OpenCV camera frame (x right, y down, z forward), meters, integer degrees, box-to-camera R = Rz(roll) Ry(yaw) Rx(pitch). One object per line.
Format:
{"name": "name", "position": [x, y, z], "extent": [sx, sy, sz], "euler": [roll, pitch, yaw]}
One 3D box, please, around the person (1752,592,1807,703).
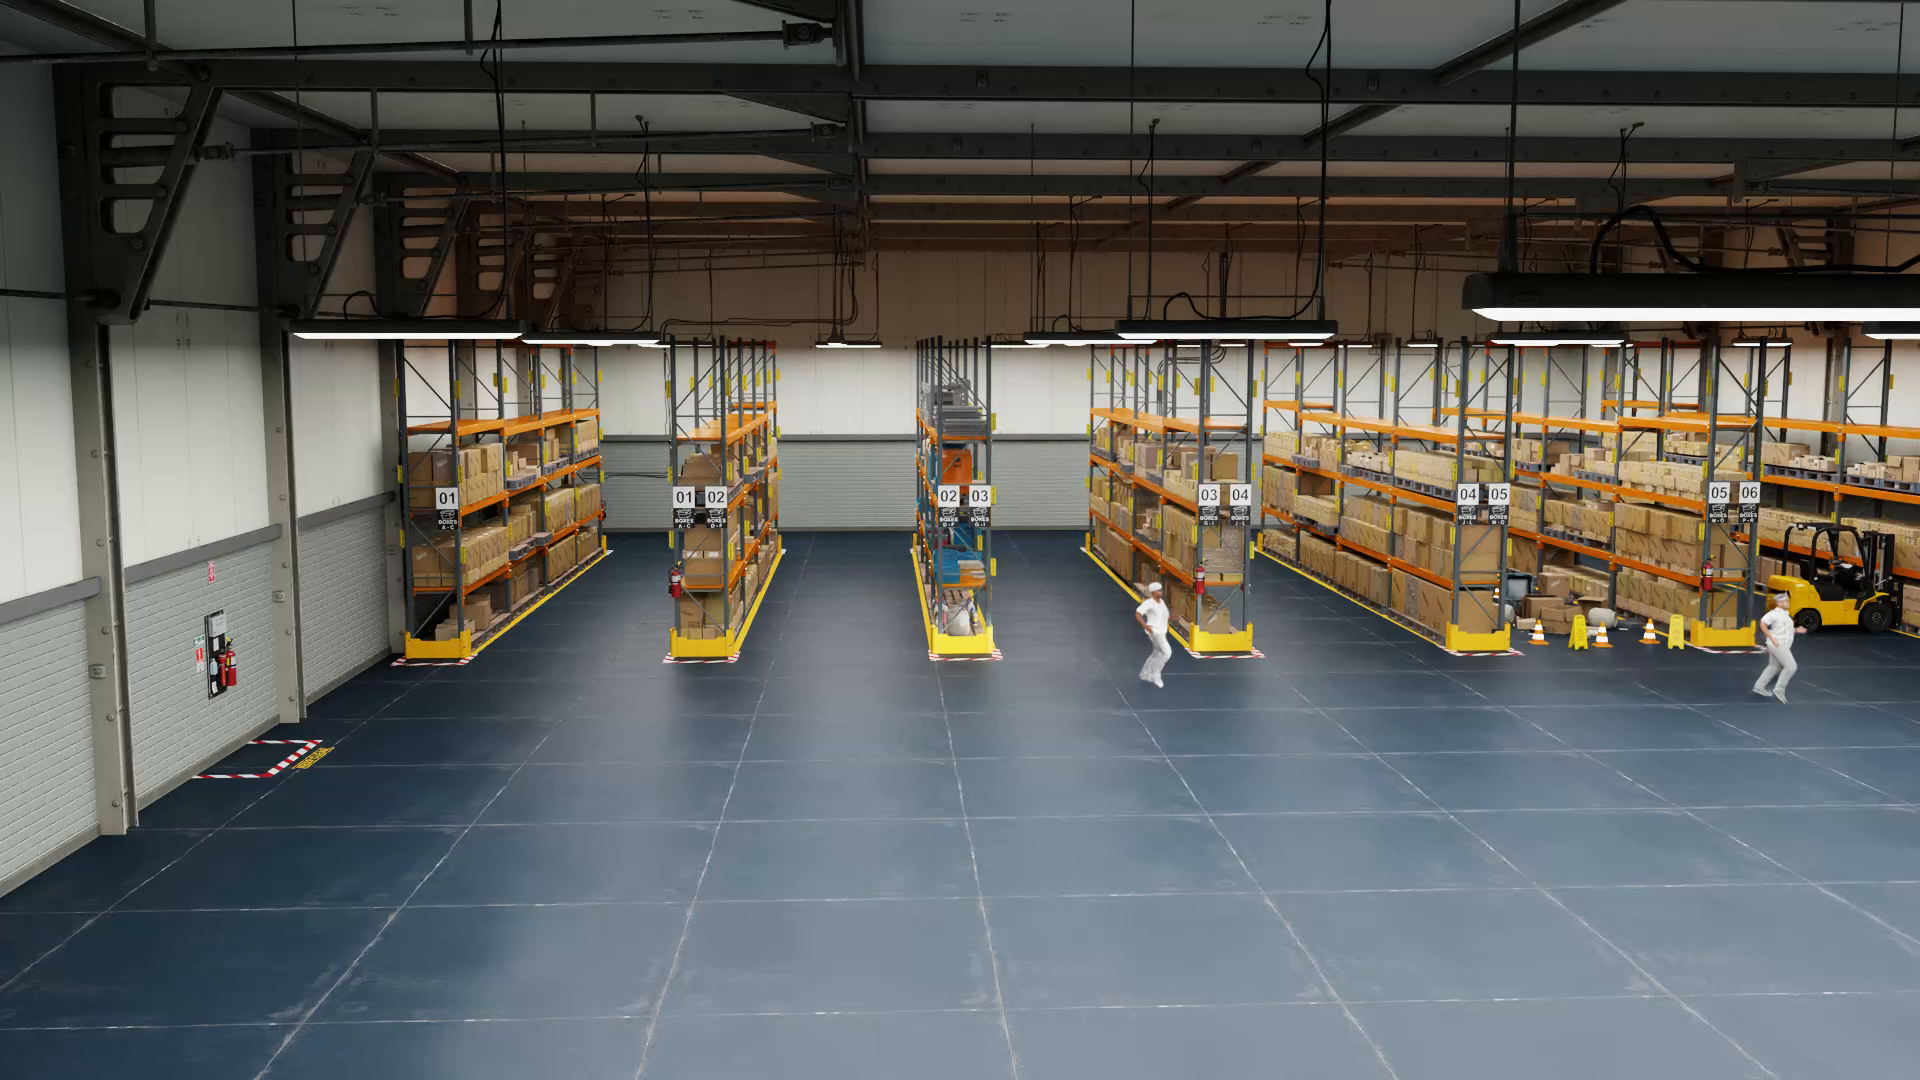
{"name": "person", "position": [13.464, 1.771, 27.304], "extent": [0.767, 1.827, 0.635], "euler": [4, 8, 34]}

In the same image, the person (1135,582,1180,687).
{"name": "person", "position": [3.399, 1.625, 28.482], "extent": [0.690, 1.804, 0.675], "euler": [3, 7, 27]}

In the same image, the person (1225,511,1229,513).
{"name": "person", "position": [7.329, -0.519, 47.775], "extent": [0.716, 1.663, 0.533], "euler": [6, 9, 41]}
